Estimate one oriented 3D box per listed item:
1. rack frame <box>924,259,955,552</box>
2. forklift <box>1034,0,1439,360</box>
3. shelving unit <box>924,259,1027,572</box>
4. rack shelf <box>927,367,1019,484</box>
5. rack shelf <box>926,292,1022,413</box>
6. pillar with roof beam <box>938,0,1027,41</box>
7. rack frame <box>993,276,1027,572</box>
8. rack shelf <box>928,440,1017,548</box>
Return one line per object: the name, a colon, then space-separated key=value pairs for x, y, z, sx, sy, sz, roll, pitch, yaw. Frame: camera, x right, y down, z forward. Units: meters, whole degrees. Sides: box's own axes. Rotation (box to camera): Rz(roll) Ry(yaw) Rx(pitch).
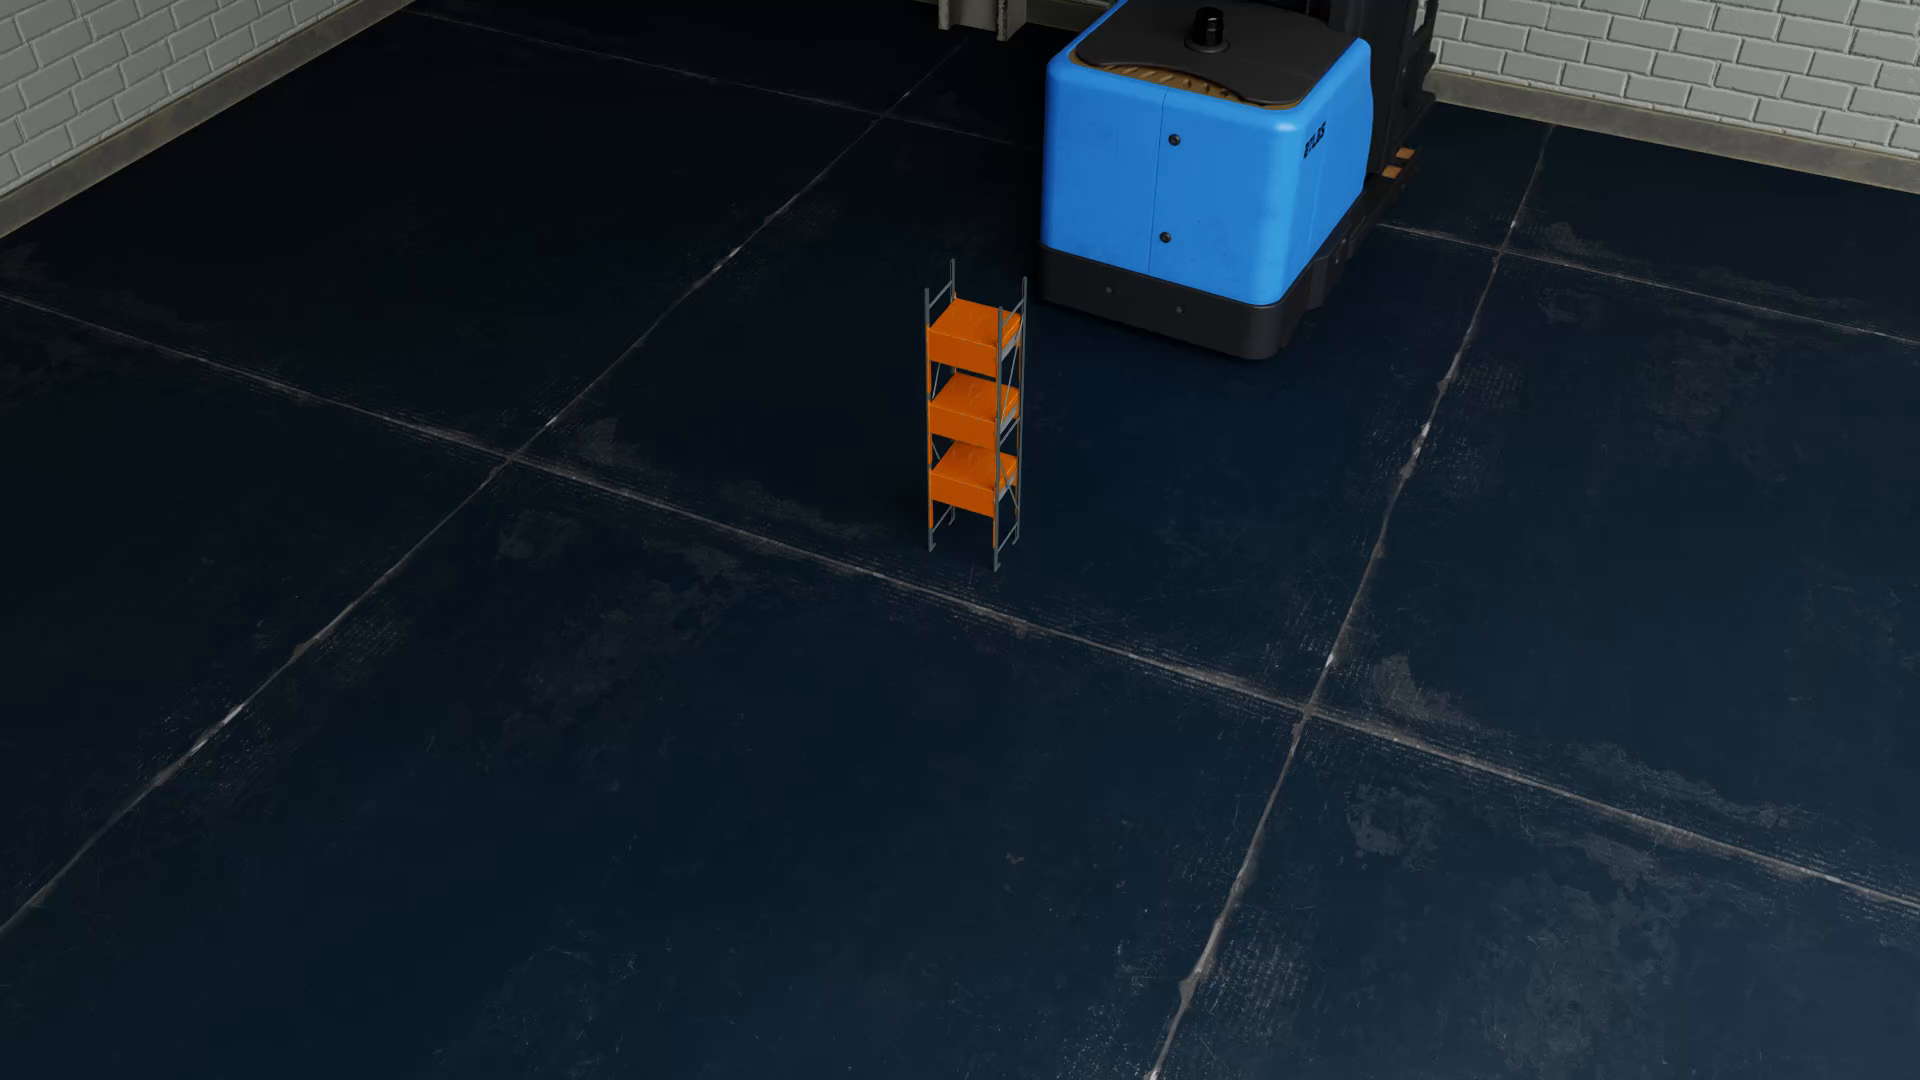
rack frame: x=-0.062 y=-0.416 z=5.428 sx=0.008 sy=1.050 sz=0.200 roll=17 pitch=44 yaw=19
forklift: x=1.459 y=-2.760 z=6.696 sx=1.130 sy=2.935 sz=3.031 roll=20 pitch=45 yaw=21
shelving unit: x=0.048 y=-0.382 z=5.389 sx=0.252 sy=1.050 sz=0.215 roll=17 pitch=44 yaw=19
rack shelf: x=0.048 y=-0.374 z=5.396 sx=0.240 sy=0.259 sz=0.215 roll=17 pitch=44 yaw=19
rack shelf: x=0.048 y=-0.588 z=5.210 sx=0.240 sy=0.259 sz=0.215 roll=17 pitch=44 yaw=19
pillar with roof beam: x=-1.694 y=-3.628 z=3.065 sx=0.400 sy=9.000 sz=9.100 roll=17 pitch=44 yaw=19
rack frame: x=0.159 y=-0.348 z=5.350 sx=0.008 sy=1.050 sz=0.200 roll=17 pitch=44 yaw=19
rack shelf: x=0.048 y=-0.164 z=5.578 sx=0.240 sy=0.259 sz=0.215 roll=17 pitch=44 yaw=19
